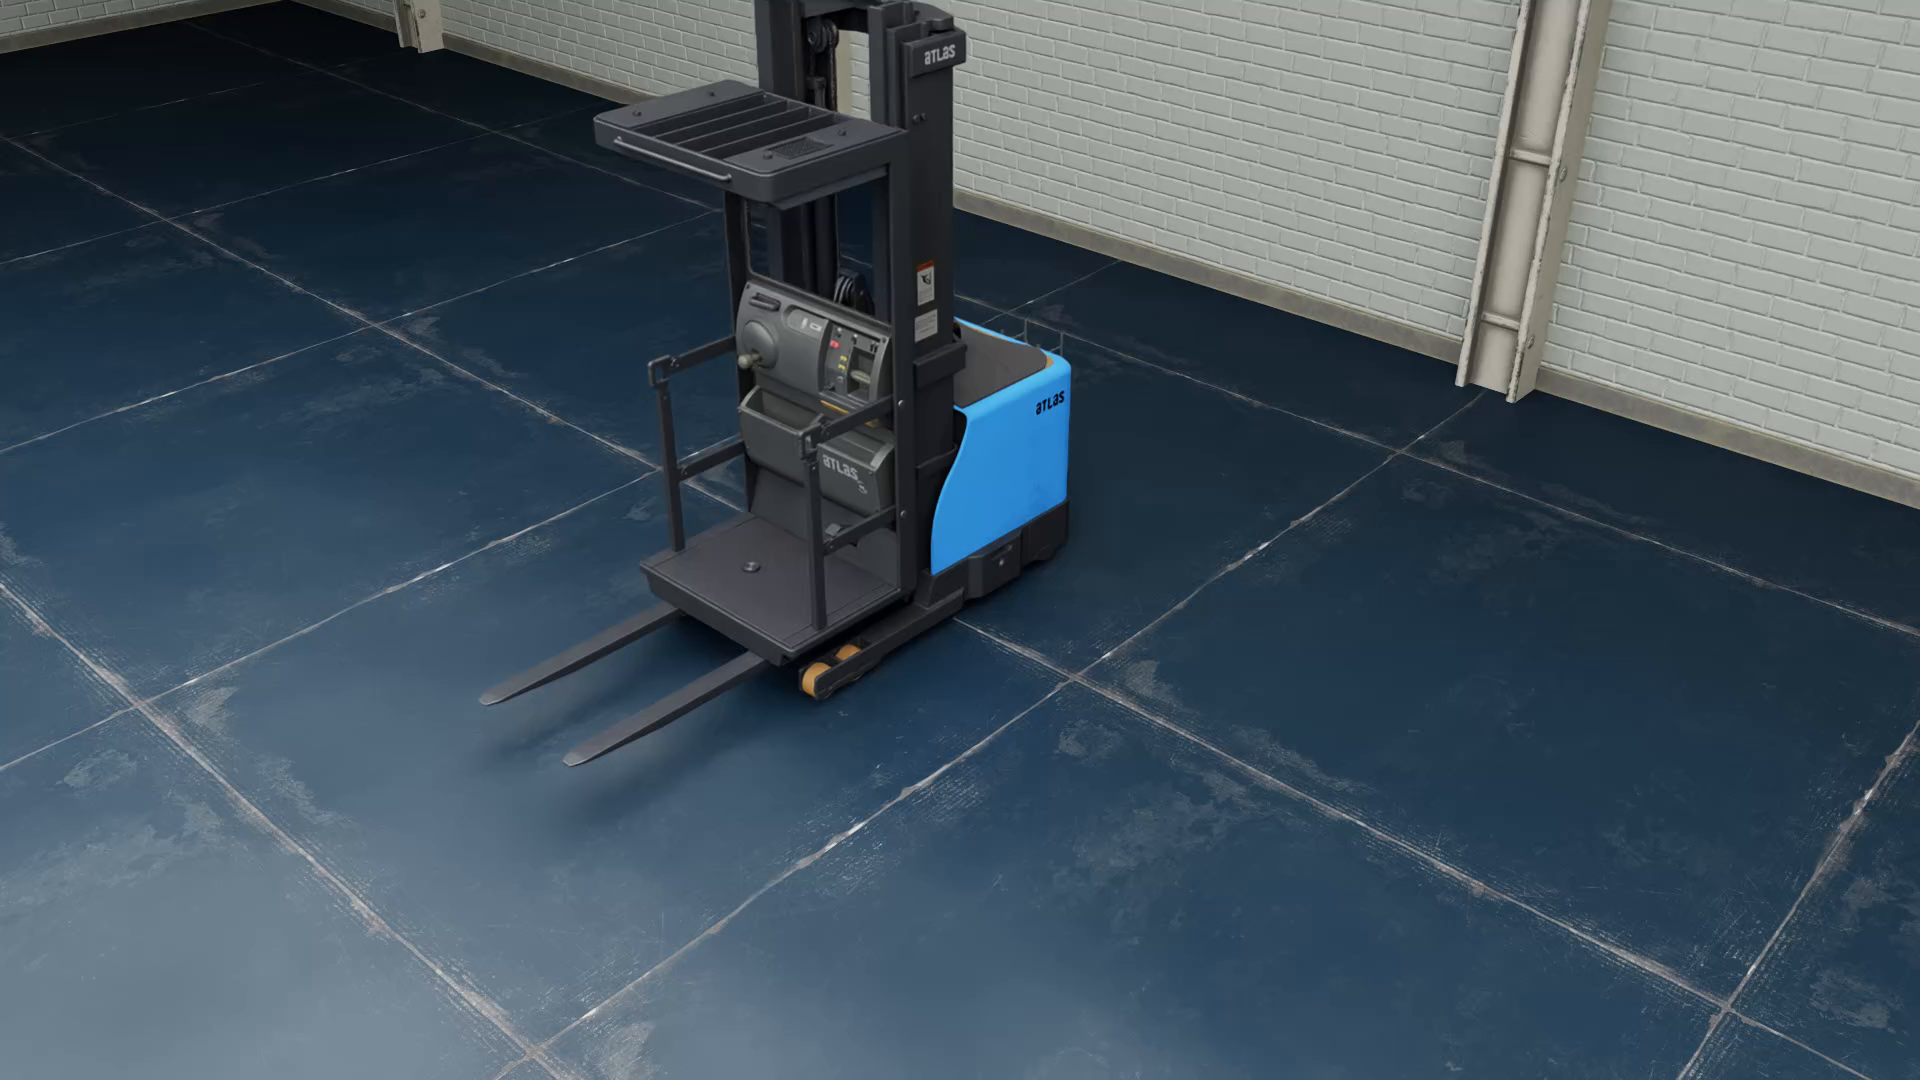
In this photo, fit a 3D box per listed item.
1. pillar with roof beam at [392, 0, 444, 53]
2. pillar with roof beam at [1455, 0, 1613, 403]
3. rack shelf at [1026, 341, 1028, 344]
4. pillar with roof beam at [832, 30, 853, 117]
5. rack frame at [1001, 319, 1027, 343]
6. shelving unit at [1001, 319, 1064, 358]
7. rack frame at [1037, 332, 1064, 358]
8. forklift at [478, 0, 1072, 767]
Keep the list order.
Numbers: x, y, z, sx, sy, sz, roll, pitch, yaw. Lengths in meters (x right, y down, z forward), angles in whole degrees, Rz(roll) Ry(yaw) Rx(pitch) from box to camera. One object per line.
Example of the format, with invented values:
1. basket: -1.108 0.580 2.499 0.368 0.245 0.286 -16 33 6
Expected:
1. pillar with roof beam: -8.455 -7.322 12.188 0.400 9.000 9.100 25 39 35
2. pillar with roof beam: 0.442 -3.169 5.290 0.400 9.000 9.100 25 39 35
3. rack shelf: 0.368 -0.848 8.611 0.240 0.259 0.215 26 39 36
4. pillar with roof beam: -4.006 -5.246 8.739 0.400 9.000 9.100 25 39 35
5. rack frame: 0.278 -0.657 8.823 0.008 1.050 0.200 26 39 36
6. shelving unit: 0.367 -0.614 8.752 0.252 1.050 0.215 26 39 36
7. rack frame: 0.457 -0.571 8.681 0.008 1.050 0.200 26 39 36
8. forklift: -0.808 -0.829 7.286 1.130 2.935 3.031 26 39 36
